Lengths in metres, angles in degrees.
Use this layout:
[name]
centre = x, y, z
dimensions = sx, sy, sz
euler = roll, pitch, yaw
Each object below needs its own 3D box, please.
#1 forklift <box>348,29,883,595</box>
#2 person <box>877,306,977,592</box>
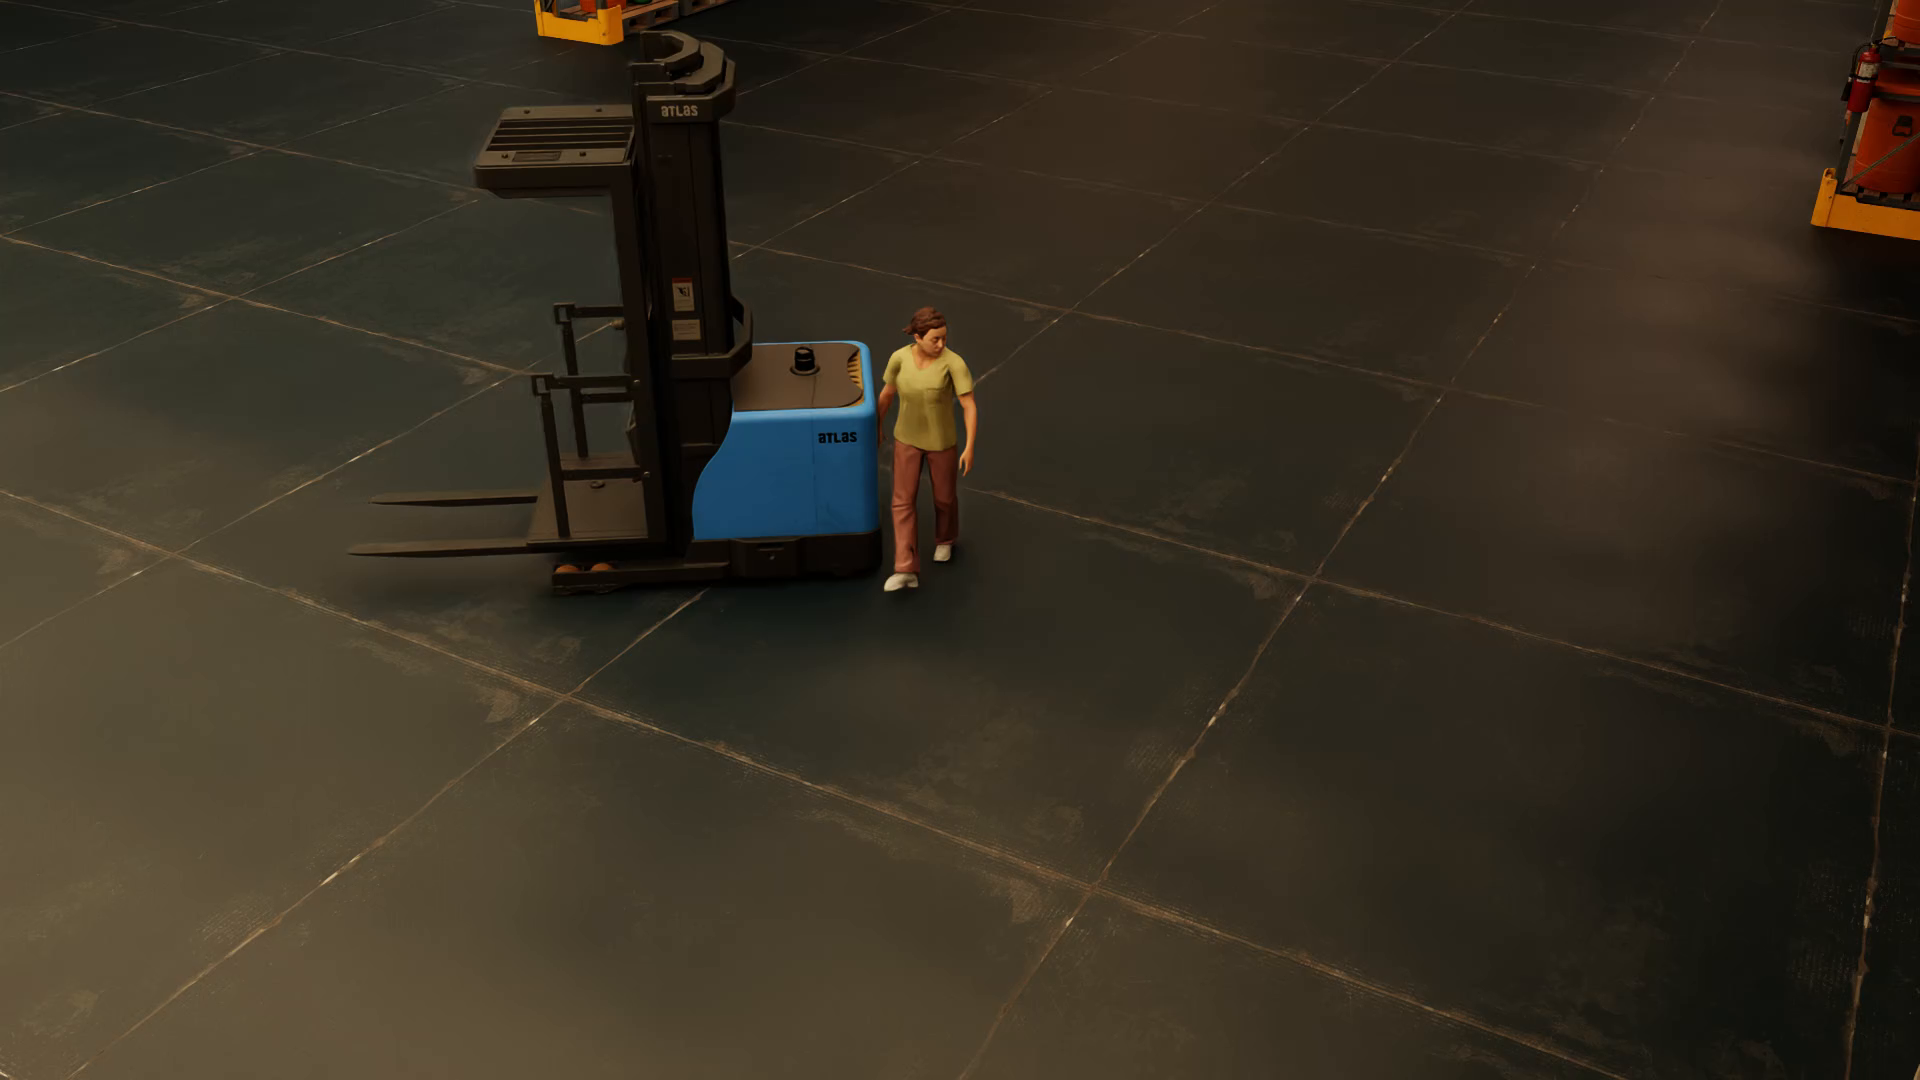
[forklift]
centre = -1.995, -1.235, 9.211
dimensions = 3.031, 2.935, 1.130
euler = -3, 30, -4
[person]
centre = -0.224, -0.501, 9.242
dimensions = 0.649, 1.633, 0.883
euler = 6, 30, 9
